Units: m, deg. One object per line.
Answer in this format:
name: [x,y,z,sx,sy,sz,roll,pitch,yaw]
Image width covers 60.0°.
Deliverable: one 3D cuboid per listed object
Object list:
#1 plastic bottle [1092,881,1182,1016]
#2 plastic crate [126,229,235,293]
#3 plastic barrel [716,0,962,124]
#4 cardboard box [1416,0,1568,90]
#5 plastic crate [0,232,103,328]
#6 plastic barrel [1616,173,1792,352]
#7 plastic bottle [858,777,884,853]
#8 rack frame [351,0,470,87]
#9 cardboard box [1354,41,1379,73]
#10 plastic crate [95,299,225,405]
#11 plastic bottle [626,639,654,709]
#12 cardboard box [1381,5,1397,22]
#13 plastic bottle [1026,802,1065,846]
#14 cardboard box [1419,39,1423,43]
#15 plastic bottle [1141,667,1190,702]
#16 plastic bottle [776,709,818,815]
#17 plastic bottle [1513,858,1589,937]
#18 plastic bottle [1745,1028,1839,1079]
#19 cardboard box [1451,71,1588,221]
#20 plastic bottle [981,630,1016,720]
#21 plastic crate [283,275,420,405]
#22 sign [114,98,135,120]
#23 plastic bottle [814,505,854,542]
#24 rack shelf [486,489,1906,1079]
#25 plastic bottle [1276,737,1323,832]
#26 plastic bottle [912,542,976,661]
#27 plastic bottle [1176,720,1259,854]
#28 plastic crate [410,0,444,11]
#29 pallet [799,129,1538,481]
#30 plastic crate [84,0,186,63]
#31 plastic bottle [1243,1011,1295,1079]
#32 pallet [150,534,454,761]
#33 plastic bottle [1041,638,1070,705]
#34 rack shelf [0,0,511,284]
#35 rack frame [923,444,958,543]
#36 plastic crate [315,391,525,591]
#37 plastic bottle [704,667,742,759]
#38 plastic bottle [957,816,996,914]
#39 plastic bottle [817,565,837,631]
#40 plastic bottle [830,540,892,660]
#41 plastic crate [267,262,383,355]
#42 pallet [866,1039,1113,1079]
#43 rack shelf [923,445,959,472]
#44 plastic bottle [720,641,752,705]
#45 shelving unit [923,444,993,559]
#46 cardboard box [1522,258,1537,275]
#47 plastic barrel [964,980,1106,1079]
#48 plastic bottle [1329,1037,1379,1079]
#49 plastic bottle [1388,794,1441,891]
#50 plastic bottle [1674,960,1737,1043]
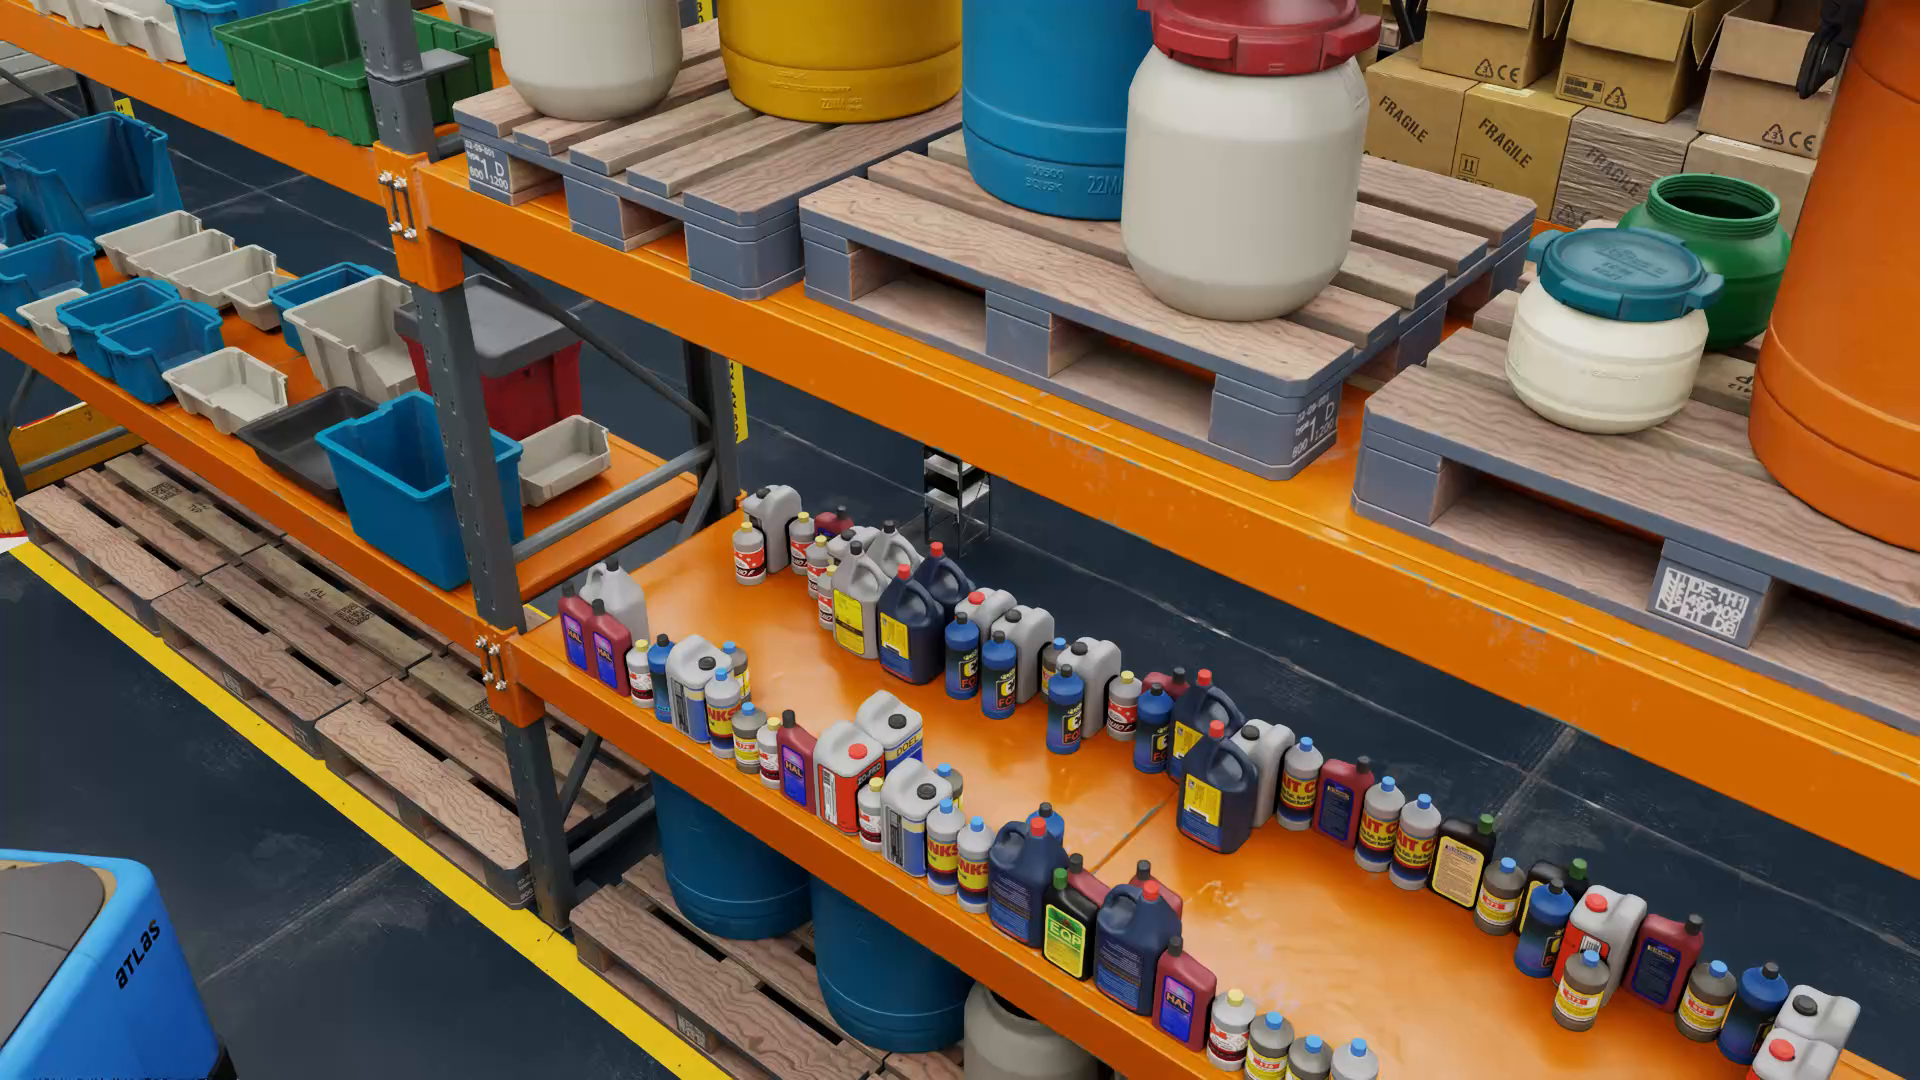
plastic bottle: [0.409,0.909,3.820,0.185,0.351,0.144,25,42,32]
plastic crate: [-3.225,-1.147,6.950,0.243,0.136,0.396,25,42,32]
plastic barrel: [-0.276,-1.354,3.886,0.600,0.588,0.600,0,34,0]
cardboard box: [2.558,-2.491,7.754,0.637,0.503,0.797,24,41,31]
plastic crate: [-3.696,-1.043,6.714,0.300,0.233,0.416,25,42,32]
plastic barrel: [1.300,-0.490,2.931,0.294,0.245,0.294,0,34,0]
plastic bottle: [-0.212,0.695,4.264,0.097,0.201,0.097,0,34,0]
rack frame: [-1.107,-2.583,3.562,0.127,3.000,1.000,25,42,32]
cardboard box: [1.868,-2.609,8.770,0.500,0.250,0.500,24,41,31]
plastic crate: [-2.960,-0.696,6.208,0.300,0.233,0.416,25,42,32]
plastic bottle: [-0.895,0.373,4.733,0.097,0.201,0.097,0,34,0]
cardboard box: [3.524,-4.205,13.107,0.250,0.149,0.380,28,43,34]
plastic bottle: [0.208,0.758,4.110,0.097,0.271,0.097,0,34,0]
cardboard box: [2.596,-2.255,8.296,0.500,0.500,0.500,25,42,32]
plastic bottle: [0.559,0.452,4.545,0.133,0.283,0.061,25,42,32]
plastic bottle: [-0.416,0.579,4.361,0.133,0.283,0.061,25,42,32]
plastic bottle: [1.412,0.854,3.960,0.133,0.283,0.061,25,42,32]
plastic bottle: [1.744,1.159,3.522,0.135,0.276,0.152,25,42,32]
cardboard box: [2.642,-1.849,7.704,0.500,0.500,0.500,25,42,32]
plastic bottle: [0.109,0.370,4.675,0.097,0.271,0.097,0,34,0]
plastic crate: [-2.163,-0.719,6.199,0.530,0.282,0.437,25,42,32]
sign: [-3.842,-1.871,7.680,0.005,0.325,0.100,25,42,32]
plastic bottle: [-0.390,0.005,5.197,0.133,0.283,0.061,25,42,32]
rack shelf: [0.430,0.911,4.409,4.000,0.370,1.077,25,42,32]
plastic bottle: [0.882,0.623,4.307,0.097,0.271,0.097,0,34,0]
plastic bottle: [-0.049,0.168,4.899,0.185,0.351,0.144,25,42,32]
plastic bottle: [0.661,0.615,4.248,0.185,0.351,0.144,25,42,32]
plastic crate: [-1.886,-1.861,5.277,0.590,0.269,0.497,25,42,32]
pallet: [0.431,-0.617,3.516,1.213,0.211,1.003,25,42,32]
plastic crate: [-2.328,-1.532,4.915,0.466,0.136,0.293,25,42,32]
plastic bottle: [0.680,1.115,3.652,0.097,0.201,0.097,0,34,0]
pallet: [-2.639,0.349,7.056,1.213,0.211,1.003,25,42,32]
plastic bottle: [0.281,0.368,4.740,0.097,0.201,0.097,0,34,0]
rack shelf: [-2.644,-1.774,5.669,4.000,0.370,1.077,25,42,32]
rack frame: [-0.084,-0.411,7.553,0.006,0.900,0.240,25,42,32]
plastic crate: [-1.684,-0.148,5.278,0.575,0.384,0.392,25,42,32]
plastic bottle: [-0.642,0.463,4.539,0.097,0.271,0.097,0,34,0]
plastic bottle: [0.041,0.785,4.070,0.097,0.271,0.097,0,34,0]
plastic bottle: [-0.382,0.168,5.032,0.097,0.201,0.097,0,34,0]
plastic bottle: [-0.284,0.164,4.905,0.185,0.351,0.144,25,42,32]
plastic crate: [-2.439,-0.882,6.479,0.300,0.233,0.416,25,42,32]
pallet: [0.401,1.779,4.973,1.213,0.211,1.003,25,42,32]
rack shelf: [-0.006,-0.421,7.467,0.200,0.077,0.258,25,42,32]
plastic bottle: [-0.649,0.377,4.726,0.097,0.201,0.097,0,34,0]
shelving unit: [-0.006,-0.374,7.500,0.210,0.900,0.258,25,42,32]
cardboard box: [3.254,-1.015,8.085,0.875,0.875,1.225,24,41,30]
plastic barrel: [0.221,1.447,4.820,0.421,0.512,0.421,0,34,0]
plastic bottle: [0.829,1.157,3.529,0.097,0.271,0.097,0,34,0]
plastic bottle: [1.134,0.742,4.134,0.097,0.271,0.097,0,34,0]
plastic bottle: [1.695,1.035,3.769,0.097,0.201,0.097,0,34,0]
